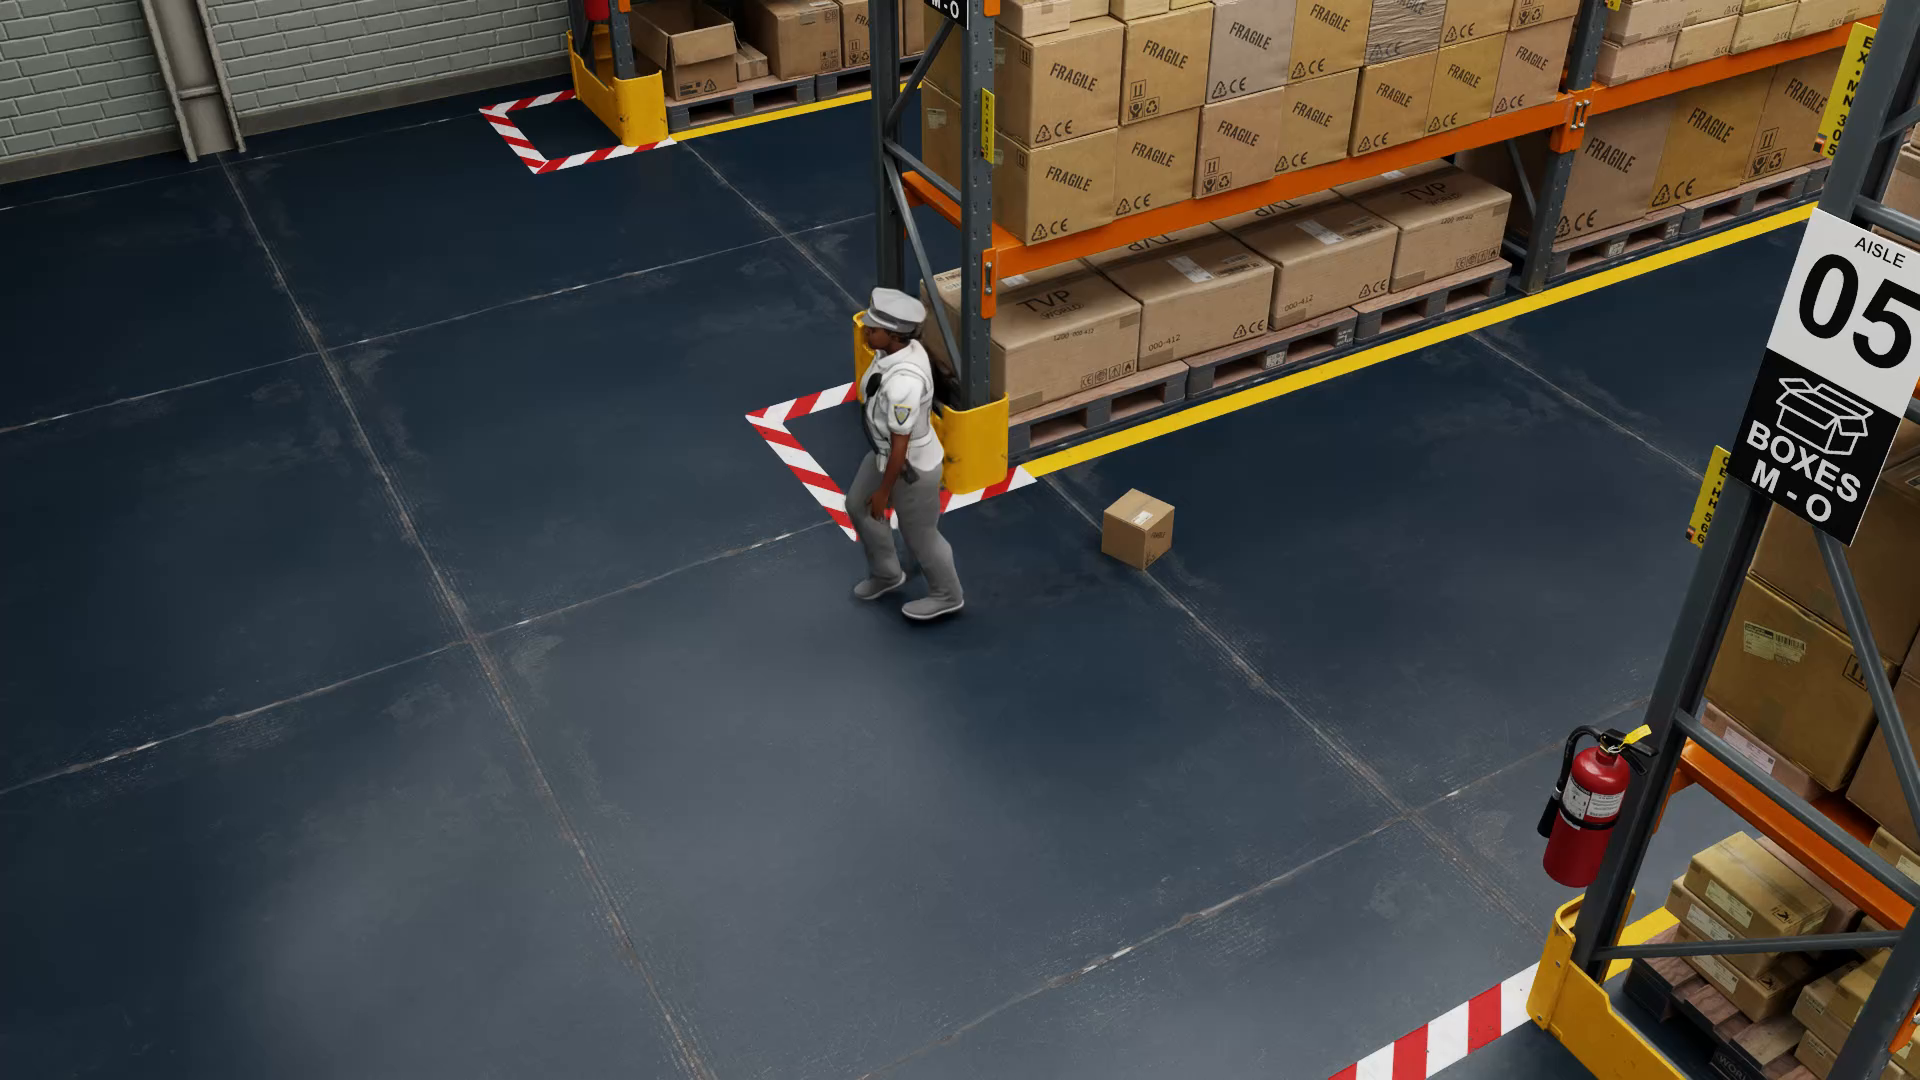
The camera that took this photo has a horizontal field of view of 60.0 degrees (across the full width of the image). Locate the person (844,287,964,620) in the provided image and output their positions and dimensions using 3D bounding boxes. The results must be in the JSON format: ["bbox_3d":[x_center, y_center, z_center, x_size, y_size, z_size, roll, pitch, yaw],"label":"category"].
[{"bbox_3d":[-0.247,-0.328,7.344,0.524,1.727,0.476,-6,37,-8],"label":"person"}]
